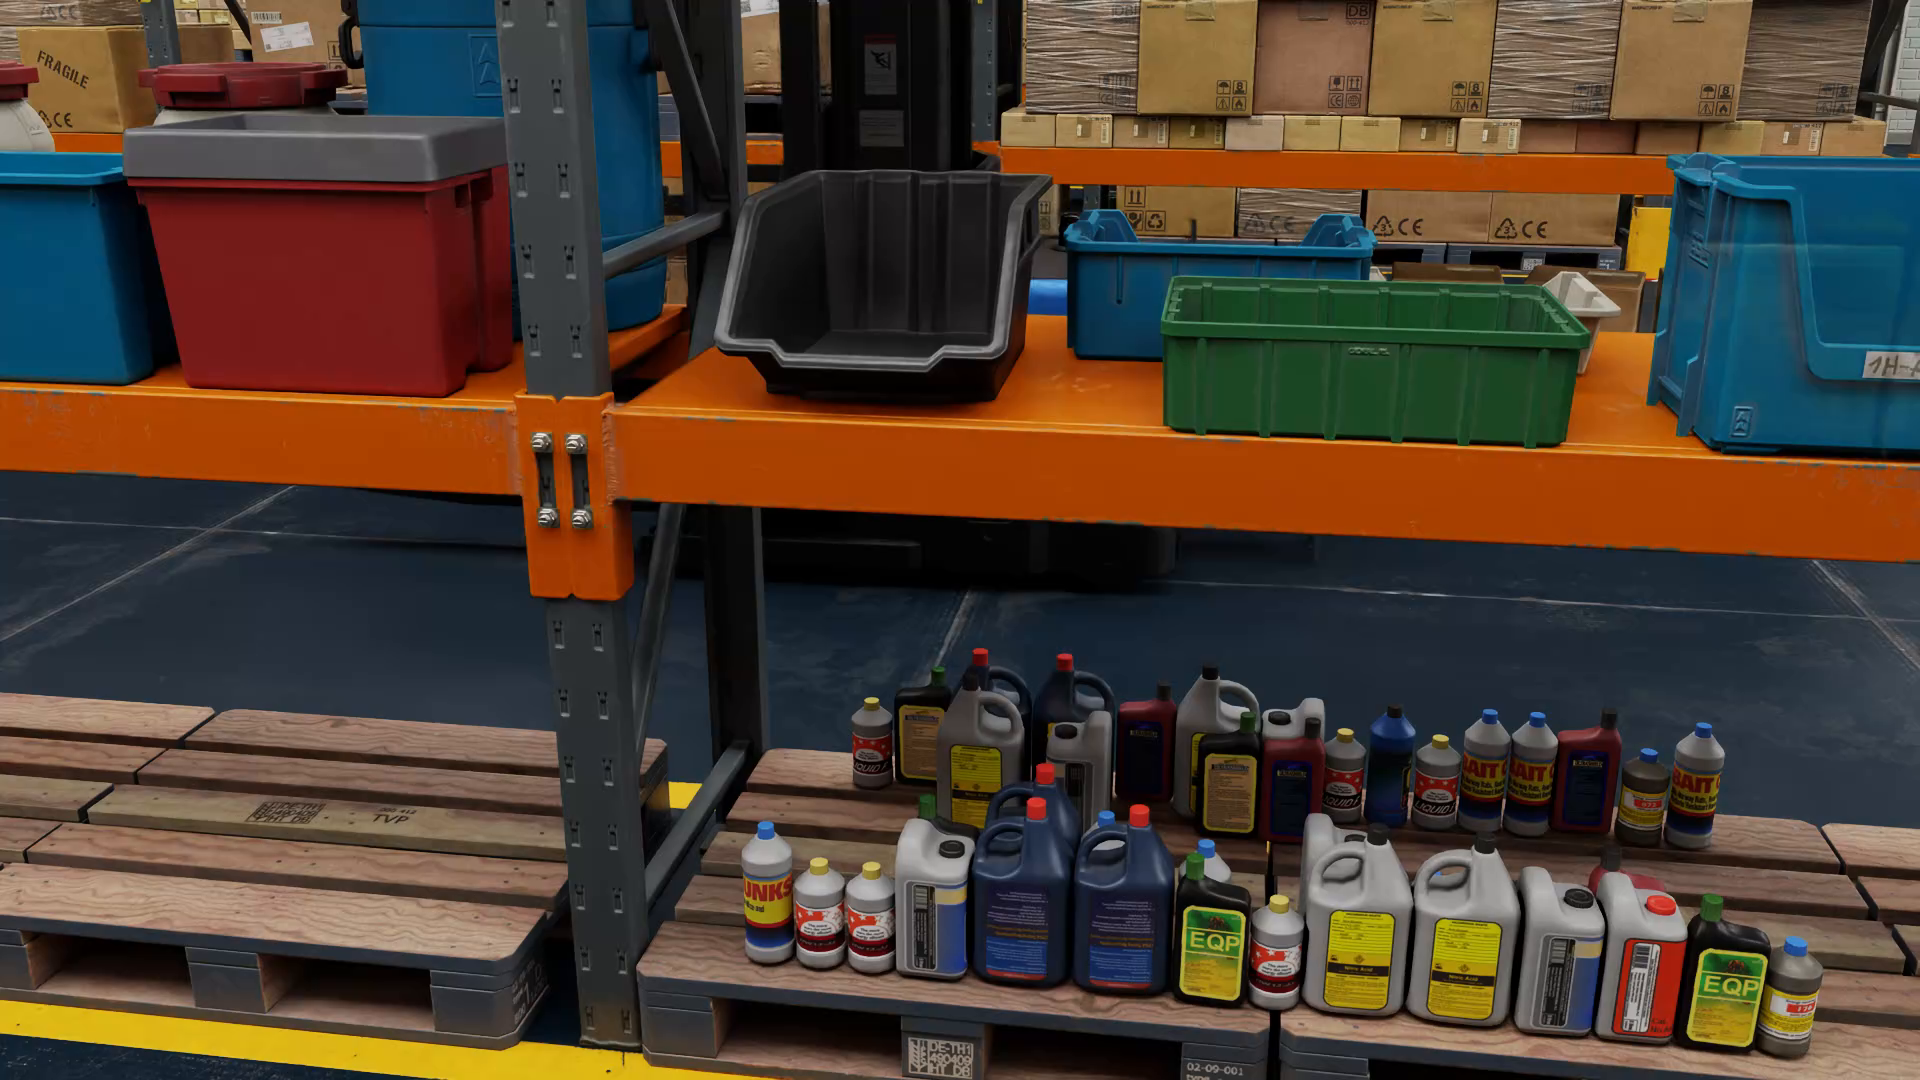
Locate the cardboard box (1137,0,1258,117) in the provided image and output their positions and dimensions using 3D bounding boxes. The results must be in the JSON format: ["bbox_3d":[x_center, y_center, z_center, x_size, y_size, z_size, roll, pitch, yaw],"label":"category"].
[{"bbox_3d":[1.096,-2.233,7.624,0.500,0.500,0.875,3,19,9],"label":"cardboard box"}]

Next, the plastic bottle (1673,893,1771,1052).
[{"bbox_3d":[1.336,0.754,2.909,0.133,0.283,0.061,3,19,10],"label":"plastic bottle"}]

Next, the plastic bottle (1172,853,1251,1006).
[{"bbox_3d":[0.461,0.710,3.042,0.133,0.283,0.061,4,19,11],"label":"plastic bottle"}]

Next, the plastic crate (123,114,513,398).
[{"bbox_3d":[-1.139,-0.530,3.059,0.583,0.464,0.402,3,19,9],"label":"plastic crate"}]

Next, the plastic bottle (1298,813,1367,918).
[{"bbox_3d":[0.723,0.666,3.186,0.135,0.276,0.152,3,19,9],"label":"plastic bottle"}]

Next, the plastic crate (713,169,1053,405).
[{"bbox_3d":[-0.116,-0.476,3.095,0.504,0.338,0.767,3,19,9],"label":"plastic crate"}]

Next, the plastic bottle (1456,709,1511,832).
[{"bbox_3d":[1.159,0.504,3.676,0.097,0.271,0.097,0,18,0],"label":"plastic bottle"}]

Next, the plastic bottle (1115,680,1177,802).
[{"bbox_3d":[0.426,0.455,3.803,0.133,0.283,0.061,4,19,12],"label":"plastic bottle"}]

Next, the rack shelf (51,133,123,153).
[{"bbox_3d":[-5.751,-2.084,8.937,4.000,0.370,1.077,3,19,9],"label":"rack shelf"}]

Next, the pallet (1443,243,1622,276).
[{"bbox_3d":[4.207,-2.164,12.437,1.213,0.211,1.003,3,19,9],"label":"pallet"}]

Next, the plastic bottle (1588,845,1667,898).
[{"bbox_3d":[1.226,0.700,3.072,0.133,0.283,0.061,3,19,9],"label":"plastic bottle"}]

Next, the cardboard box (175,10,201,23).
[{"bbox_3d":[-6.012,-4.106,13.113,0.250,0.149,0.380,3,19,10],"label":"cardboard box"}]

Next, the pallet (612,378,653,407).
[{"bbox_3d":[-1.804,-0.900,8.660,1.213,0.211,1.003,3,19,9],"label":"pallet"}]

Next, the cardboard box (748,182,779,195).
[{"bbox_3d":[-1.439,-2.904,13.137,0.750,0.750,1.050,3,19,9],"label":"cardboard box"}]

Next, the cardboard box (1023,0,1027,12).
[{"bbox_3d":[0.568,-4.216,12.444,0.500,0.500,0.700,3,19,8],"label":"cardboard box"}]

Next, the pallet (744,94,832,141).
[{"bbox_3d":[-0.559,-2.116,8.202,1.213,0.211,1.003,3,19,9],"label":"pallet"}]

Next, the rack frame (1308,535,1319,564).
[{"bbox_3d":[1.306,-0.519,5.965,0.015,1.200,0.240,2,19,7],"label":"rack frame"}]

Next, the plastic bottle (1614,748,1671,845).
[{"bbox_3d":[1.494,0.554,3.636,0.097,0.201,0.097,0,18,0],"label":"plastic bottle"}]

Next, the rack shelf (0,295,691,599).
[{"bbox_3d":[-2.587,-0.331,3.698,4.000,0.370,1.077,3,19,9],"label":"rack shelf"}]

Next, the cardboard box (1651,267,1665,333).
[{"bbox_3d":[3.508,-0.972,7.759,0.500,0.500,0.500,7,20,19],"label":"cardboard box"}]

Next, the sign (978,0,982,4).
[{"bbox_3d":[0.088,-2.498,7.217,0.005,0.325,0.100,3,19,9],"label":"sign"}]

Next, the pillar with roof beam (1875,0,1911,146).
[{"bbox_3d":[11.175,-8.093,16.309,0.400,9.000,9.100,3,19,9],"label":"pillar with roof beam"}]

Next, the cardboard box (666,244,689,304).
[{"bbox_3d":[-1.450,-1.242,8.533,0.500,0.500,0.700,1,19,4],"label":"cardboard box"}]

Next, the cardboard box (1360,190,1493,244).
[{"bbox_3d":[3.460,-2.719,12.389,0.875,0.875,0.875,3,19,8],"label":"cardboard box"}]

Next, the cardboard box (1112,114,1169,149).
[{"bbox_3d":[0.834,-1.878,7.585,0.250,0.149,0.380,3,19,9],"label":"cardboard box"}]

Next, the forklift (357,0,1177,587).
[{"bbox_3d":[-0.703,-1.418,5.923,3.031,2.935,1.130,2,19,7],"label":"forklift"}]

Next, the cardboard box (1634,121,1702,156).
[{"bbox_3d":[3.062,-1.779,7.288,0.250,0.149,0.380,3,19,9],"label":"cardboard box"}]

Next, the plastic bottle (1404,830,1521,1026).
[{"bbox_3d":[0.908,0.687,3.003,0.185,0.351,0.144,4,19,11],"label":"plastic bottle"}]

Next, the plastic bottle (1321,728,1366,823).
[{"bbox_3d":[0.858,0.522,3.733,0.097,0.201,0.097,0,18,0],"label":"plastic bottle"}]

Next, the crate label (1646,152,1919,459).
[{"bbox_3d":[1.477,-0.395,2.699,0.616,0.435,0.502,3,19,9],"label":"crate label"}]

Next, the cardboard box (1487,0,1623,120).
[{"bbox_3d":[2.584,-2.173,7.443,0.500,0.500,0.875,3,19,9],"label":"cardboard box"}]

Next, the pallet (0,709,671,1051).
[{"bbox_3d":[-1.394,0.724,3.807,1.213,0.211,1.003,3,19,9],"label":"pallet"}]

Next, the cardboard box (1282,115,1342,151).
[{"bbox_3d":[1.576,-1.844,7.481,0.250,0.149,0.380,3,19,9],"label":"cardboard box"}]

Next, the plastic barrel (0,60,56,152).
[{"bbox_3d":[-2.247,-0.789,3.721,0.433,0.535,0.433,0,18,0],"label":"plastic barrel"}]

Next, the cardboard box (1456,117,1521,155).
[{"bbox_3d":[2.311,-1.795,7.336,0.250,0.149,0.380,3,19,9],"label":"cardboard box"}]

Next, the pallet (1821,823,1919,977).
[{"bbox_3d":[2.453,0.921,3.218,1.213,0.211,1.003,3,19,9],"label":"pallet"}]

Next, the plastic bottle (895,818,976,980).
[{"bbox_3d":[-0.044,0.673,3.164,0.135,0.276,0.152,4,19,11],"label":"plastic bottle"}]

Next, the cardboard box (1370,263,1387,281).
[{"bbox_3d":[1.754,-1.071,8.054,0.500,0.500,0.500,1,19,4],"label":"cardboard box"}]

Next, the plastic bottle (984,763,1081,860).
[{"bbox_3d":[0.141,0.602,3.259,0.185,0.351,0.144,3,19,9],"label":"plastic bottle"}]

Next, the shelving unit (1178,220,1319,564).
[{"bbox_3d":[1.064,-0.529,5.994,0.503,1.200,0.258,2,19,7],"label":"shelving unit"}]

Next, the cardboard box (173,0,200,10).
[{"bbox_3d":[-5.994,-4.247,13.064,0.250,0.149,0.380,3,19,9],"label":"cardboard box"}]

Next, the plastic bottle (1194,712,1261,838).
[{"bbox_3d":[0.586,0.510,3.640,0.133,0.283,0.061,3,19,9],"label":"plastic bottle"}]

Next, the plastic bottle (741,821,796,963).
[{"bbox_3d":[-0.368,0.667,3.188,0.097,0.271,0.097,0,18,0],"label":"plastic bottle"}]

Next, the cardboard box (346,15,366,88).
[{"bbox_3d":[-2.670,-2.559,8.406,0.500,0.500,0.700,6,19,17],"label":"cardboard box"}]

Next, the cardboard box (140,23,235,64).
[{"bbox_3d":[-4.213,-2.481,8.834,0.500,0.500,0.500,3,19,10],"label":"cardboard box"}]

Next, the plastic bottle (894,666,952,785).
[{"bbox_3d":[-0.085,0.429,3.881,0.133,0.283,0.061,4,19,11],"label":"plastic bottle"}]

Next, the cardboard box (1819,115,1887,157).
[{"bbox_3d":[3.808,-1.752,7.208,0.250,0.149,0.380,3,19,9],"label":"cardboard box"}]

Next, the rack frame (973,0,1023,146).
[{"bbox_3d":[0.173,-2.123,7.921,0.127,3.000,1.000,3,19,9],"label":"rack frame"}]

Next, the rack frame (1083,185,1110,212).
[{"bbox_3d":[1.059,-3.672,12.550,0.127,3.000,1.000,3,19,9],"label":"rack frame"}]
